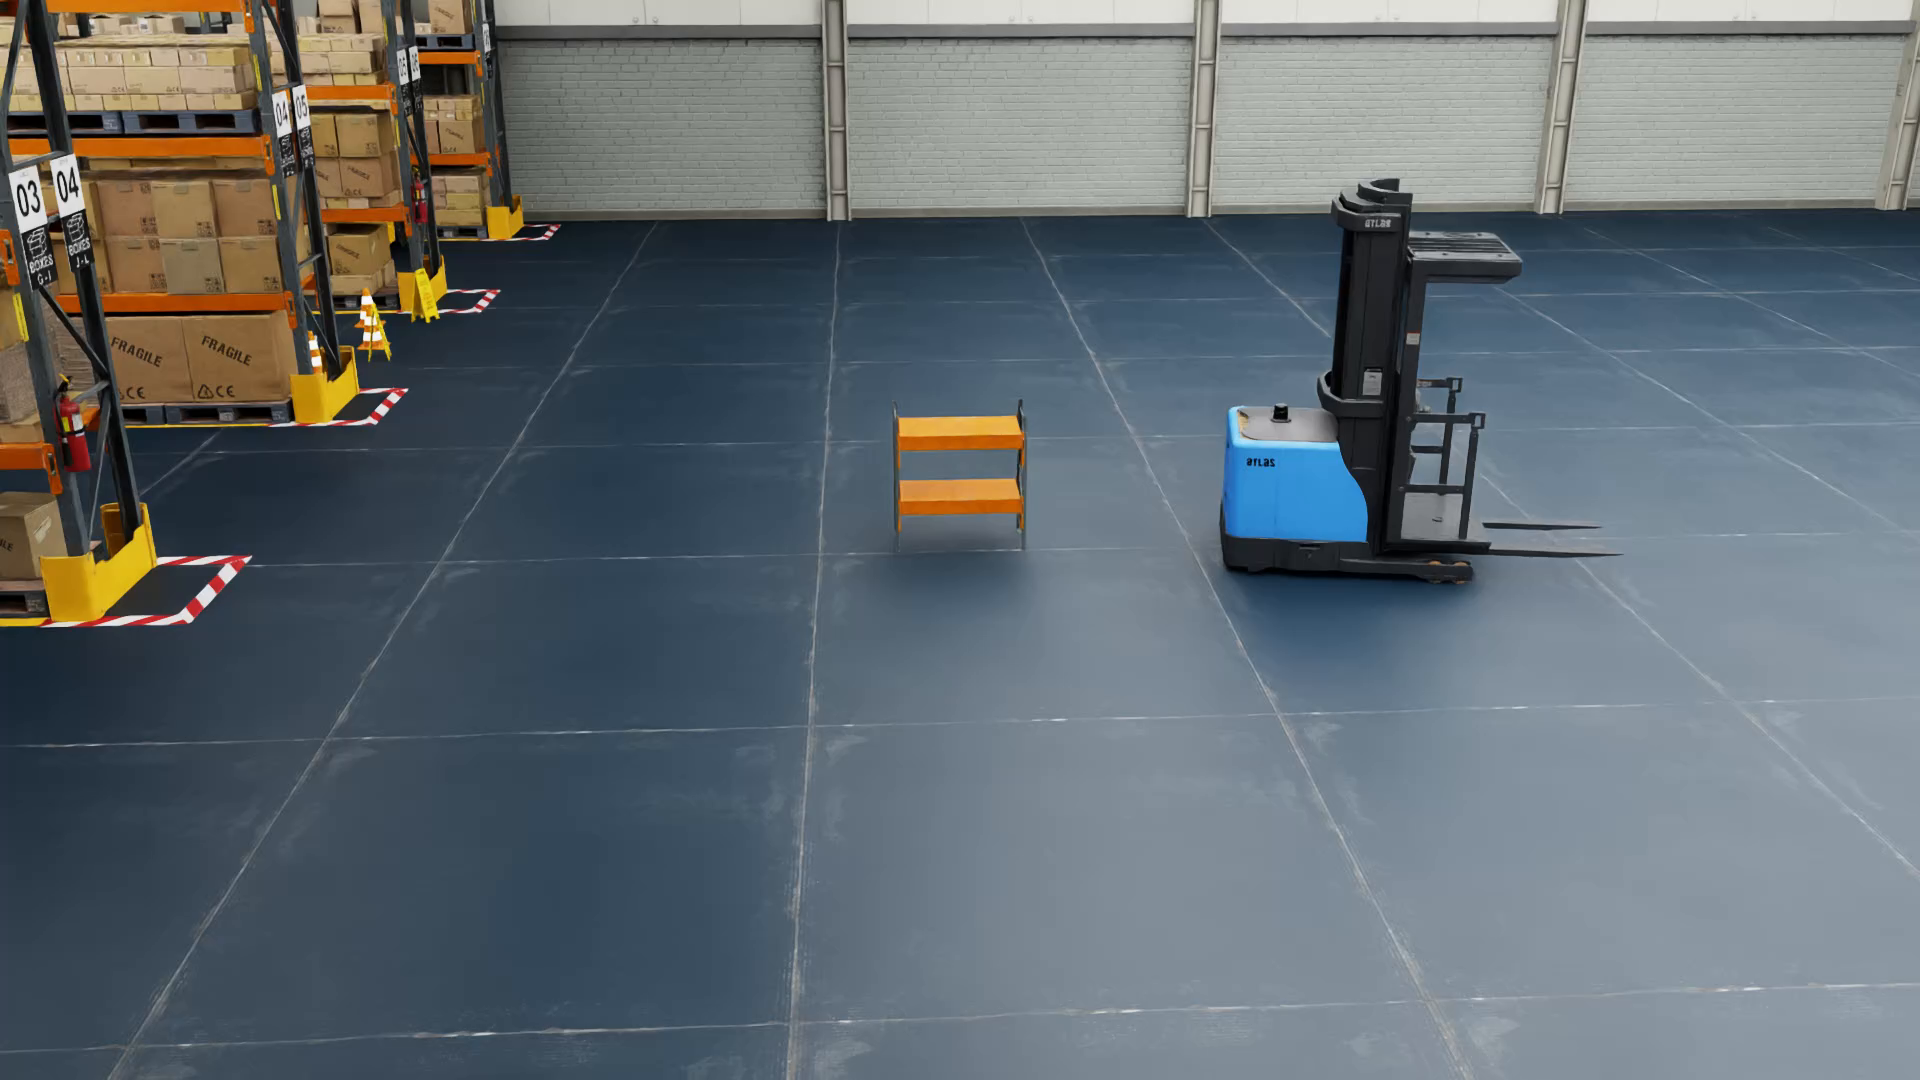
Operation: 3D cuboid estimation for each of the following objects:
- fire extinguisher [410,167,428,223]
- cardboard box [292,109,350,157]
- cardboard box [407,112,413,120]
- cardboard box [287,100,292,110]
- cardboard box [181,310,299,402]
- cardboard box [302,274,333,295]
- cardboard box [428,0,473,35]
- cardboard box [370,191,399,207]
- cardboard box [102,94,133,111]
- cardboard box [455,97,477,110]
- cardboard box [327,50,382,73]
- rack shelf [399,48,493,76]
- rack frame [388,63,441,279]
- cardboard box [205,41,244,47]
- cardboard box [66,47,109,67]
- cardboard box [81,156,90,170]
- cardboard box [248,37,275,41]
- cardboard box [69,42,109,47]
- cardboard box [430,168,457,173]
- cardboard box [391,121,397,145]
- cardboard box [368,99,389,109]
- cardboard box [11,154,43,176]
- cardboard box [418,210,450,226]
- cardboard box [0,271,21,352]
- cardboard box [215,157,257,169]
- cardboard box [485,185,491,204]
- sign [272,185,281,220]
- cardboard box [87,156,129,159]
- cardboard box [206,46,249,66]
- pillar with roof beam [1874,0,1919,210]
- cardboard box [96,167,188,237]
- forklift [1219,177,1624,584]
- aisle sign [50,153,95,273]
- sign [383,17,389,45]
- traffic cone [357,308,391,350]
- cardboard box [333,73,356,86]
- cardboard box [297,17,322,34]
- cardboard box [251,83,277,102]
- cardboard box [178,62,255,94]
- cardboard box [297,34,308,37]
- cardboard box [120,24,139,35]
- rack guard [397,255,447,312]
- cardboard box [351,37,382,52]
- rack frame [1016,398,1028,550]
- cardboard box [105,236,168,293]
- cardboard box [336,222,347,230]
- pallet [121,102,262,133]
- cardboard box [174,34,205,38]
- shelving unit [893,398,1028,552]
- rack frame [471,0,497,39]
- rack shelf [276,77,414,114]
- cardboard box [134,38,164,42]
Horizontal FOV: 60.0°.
[{"bbox_3d":[-6.817,-4.340,20.913,0.183,0.674,0.296,-1,21,-3],"label":"fire extinguisher"},{"bbox_3d":[-7.961,-5.095,20.823,0.500,0.500,0.700,-1,21,-3],"label":"cardboard box"},{"bbox_3d":[-8.339,-6.544,25.540,0.250,0.149,0.380,-1,21,-3],"label":"cardboard box"},{"bbox_3d":[-10.130,-6.624,25.333,0.250,0.149,0.380,-1,21,-2],"label":"cardboard box"},{"bbox_3d":[-7.247,-1.947,16.915,0.875,0.875,0.875,-1,21,-3],"label":"cardboard box"},{"bbox_3d":[-8.267,-3.329,21.423,0.500,0.250,0.500,-1,21,-3],"label":"cardboard box"},{"bbox_3d":[-7.672,-7.896,25.059,0.500,0.500,0.500,0,21,-1],"label":"cardboard box"},{"bbox_3d":[-7.318,-4.336,21.148,0.250,0.149,0.380,0,21,-1],"label":"cardboard box"},{"bbox_3d":[-7.903,-4.161,15.740,0.250,0.149,0.380,-1,21,-4],"label":"cardboard box"},{"bbox_3d":[-7.590,-6.707,25.552,0.250,0.149,0.380,-1,21,-3],"label":"cardboard box"},{"bbox_3d":[-7.453,-5.902,20.484,0.500,0.250,0.500,-1,21,-4],"label":"cardboard box"},{"bbox_3d":[-9.241,-7.326,25.442,4.000,0.370,1.077,-1,21,-3],"label":"rack shelf"},{"bbox_3d":[-6.957,-4.537,21.323,0.127,3.000,1.000,-1,21,-3],"label":"rack frame"},{"bbox_3d":[-7.176,-4.783,16.253,0.250,0.149,0.380,-1,21,-3],"label":"cardboard box"},{"bbox_3d":[-8.160,-4.528,15.584,0.250,0.149,0.380,-1,21,-4],"label":"cardboard box"},{"bbox_3d":[-11.435,-4.930,21.207,0.500,0.500,0.500,-1,21,-2],"label":"cardboard box"},{"bbox_3d":[-8.555,-6.094,20.428,0.250,0.149,0.380,-2,21,-5],"label":"cardboard box"},{"bbox_3d":[-8.450,-4.757,16.185,0.250,0.149,0.380,-1,21,-2],"label":"cardboard box"},{"bbox_3d":[-8.234,-5.725,26.311,0.500,0.250,0.500,-1,21,-3],"label":"cardboard box"},{"bbox_3d":[-8.751,-6.226,25.618,0.500,0.500,0.500,-2,21,-4],"label":"cardboard box"},{"bbox_3d":[-8.858,-6.646,25.390,0.250,0.149,0.380,-1,21,-2],"label":"cardboard box"},{"bbox_3d":[-6.680,-2.612,11.700,0.250,0.149,0.380,-1,21,-3],"label":"cardboard box"},{"bbox_3d":[-8.192,-5.083,26.031,0.500,0.250,0.500,-1,21,-3],"label":"cardboard box"},{"bbox_3d":[-6.927,-1.571,11.568,0.500,0.500,0.500,-1,21,-3],"label":"cardboard box"},{"bbox_3d":[-8.990,-4.593,20.911,0.500,0.500,0.500,-1,21,-2],"label":"cardboard box"},{"bbox_3d":[-7.726,-5.510,26.448,0.500,0.250,0.500,-1,21,-2],"label":"cardboard box"},{"bbox_3d":[-6.557,-3.240,15.955,0.005,0.325,0.100,-1,21,-3],"label":"sign"},{"bbox_3d":[-10.499,-5.041,20.682,0.500,0.500,0.700,-1,21,-4],"label":"cardboard box"},{"bbox_3d":[-6.891,-4.554,15.652,0.250,0.149,0.380,-1,21,-3],"label":"cardboard box"},{"bbox_3d":[16.216,-8.368,22.954,0.400,9.000,9.100,-1,21,-3],"label":"pillar with roof beam"},{"bbox_3d":[-8.057,-3.355,16.489,0.550,0.550,0.875,-1,21,-3],"label":"cardboard box"},{"bbox_3d":[3.609,-1.230,12.733,3.031,2.935,1.130,2,21,6],"label":"forklift"},{"bbox_3d":[-6.347,-2.340,11.897,0.004,0.787,0.394,-1,21,-3],"label":"aisle sign"},{"bbox_3d":[-6.946,-6.155,20.113,0.005,0.325,0.100,-1,21,-3],"label":"sign"},{"bbox_3d":[-6.910,-2.497,19.530,0.334,0.463,0.336,-1,21,-3],"label":"traffic cone"},{"bbox_3d":[-7.544,-5.698,20.510,0.250,0.149,0.380,-1,21,-3],"label":"cardboard box"},{"bbox_3d":[-9.739,-7.724,24.934,0.258,0.266,0.396,-2,21,-4],"label":"cardboard box"},{"bbox_3d":[-6.934,-4.415,16.409,0.250,0.149,0.380,-1,21,-3],"label":"cardboard box"},{"bbox_3d":[-7.047,-4.386,15.770,0.500,0.250,0.500,-1,21,-2],"label":"cardboard box"},{"bbox_3d":[-8.324,-6.248,20.833,0.250,0.149,0.380,-1,21,-3],"label":"cardboard box"},{"bbox_3d":[-12.318,-7.616,24.817,0.250,0.149,0.380,-1,21,-3],"label":"cardboard box"},{"bbox_3d":[-7.033,-3.368,21.764,0.348,0.500,1.175,-1,21,-3],"label":"rack guard"},{"bbox_3d":[-7.278,-6.083,20.398,0.250,0.149,0.380,-1,21,-3],"label":"cardboard box"},{"bbox_3d":[0.501,-0.536,13.448,0.032,1.125,0.500,-1,21,-3],"label":"rack frame"},{"bbox_3d":[-8.056,-2.842,16.659,0.550,0.550,0.875,-1,21,-3],"label":"cardboard box"},{"bbox_3d":[-8.324,-3.868,21.785,0.500,0.500,0.500,-2,21,-5],"label":"cardboard box"},{"bbox_3d":[-7.314,-4.123,16.142,1.213,0.211,1.003,-1,21,-3],"label":"pallet"},{"bbox_3d":[-9.608,-6.224,20.769,0.250,0.149,0.380,-2,21,-4],"label":"cardboard box"},{"bbox_3d":[-0.007,-0.526,13.420,1.048,1.125,0.538,-1,21,-3],"label":"shelving unit"},{"bbox_3d":[-7.244,-9.104,24.887,0.127,3.000,1.000,-1,21,-3],"label":"rack frame"},{"bbox_3d":[-8.954,-5.562,20.810,4.000,0.370,1.077,-1,21,-3],"label":"rack shelf"},{"bbox_3d":[-9.832,-6.017,20.227,0.250,0.149,0.380,-1,21,-3],"label":"cardboard box"}]
